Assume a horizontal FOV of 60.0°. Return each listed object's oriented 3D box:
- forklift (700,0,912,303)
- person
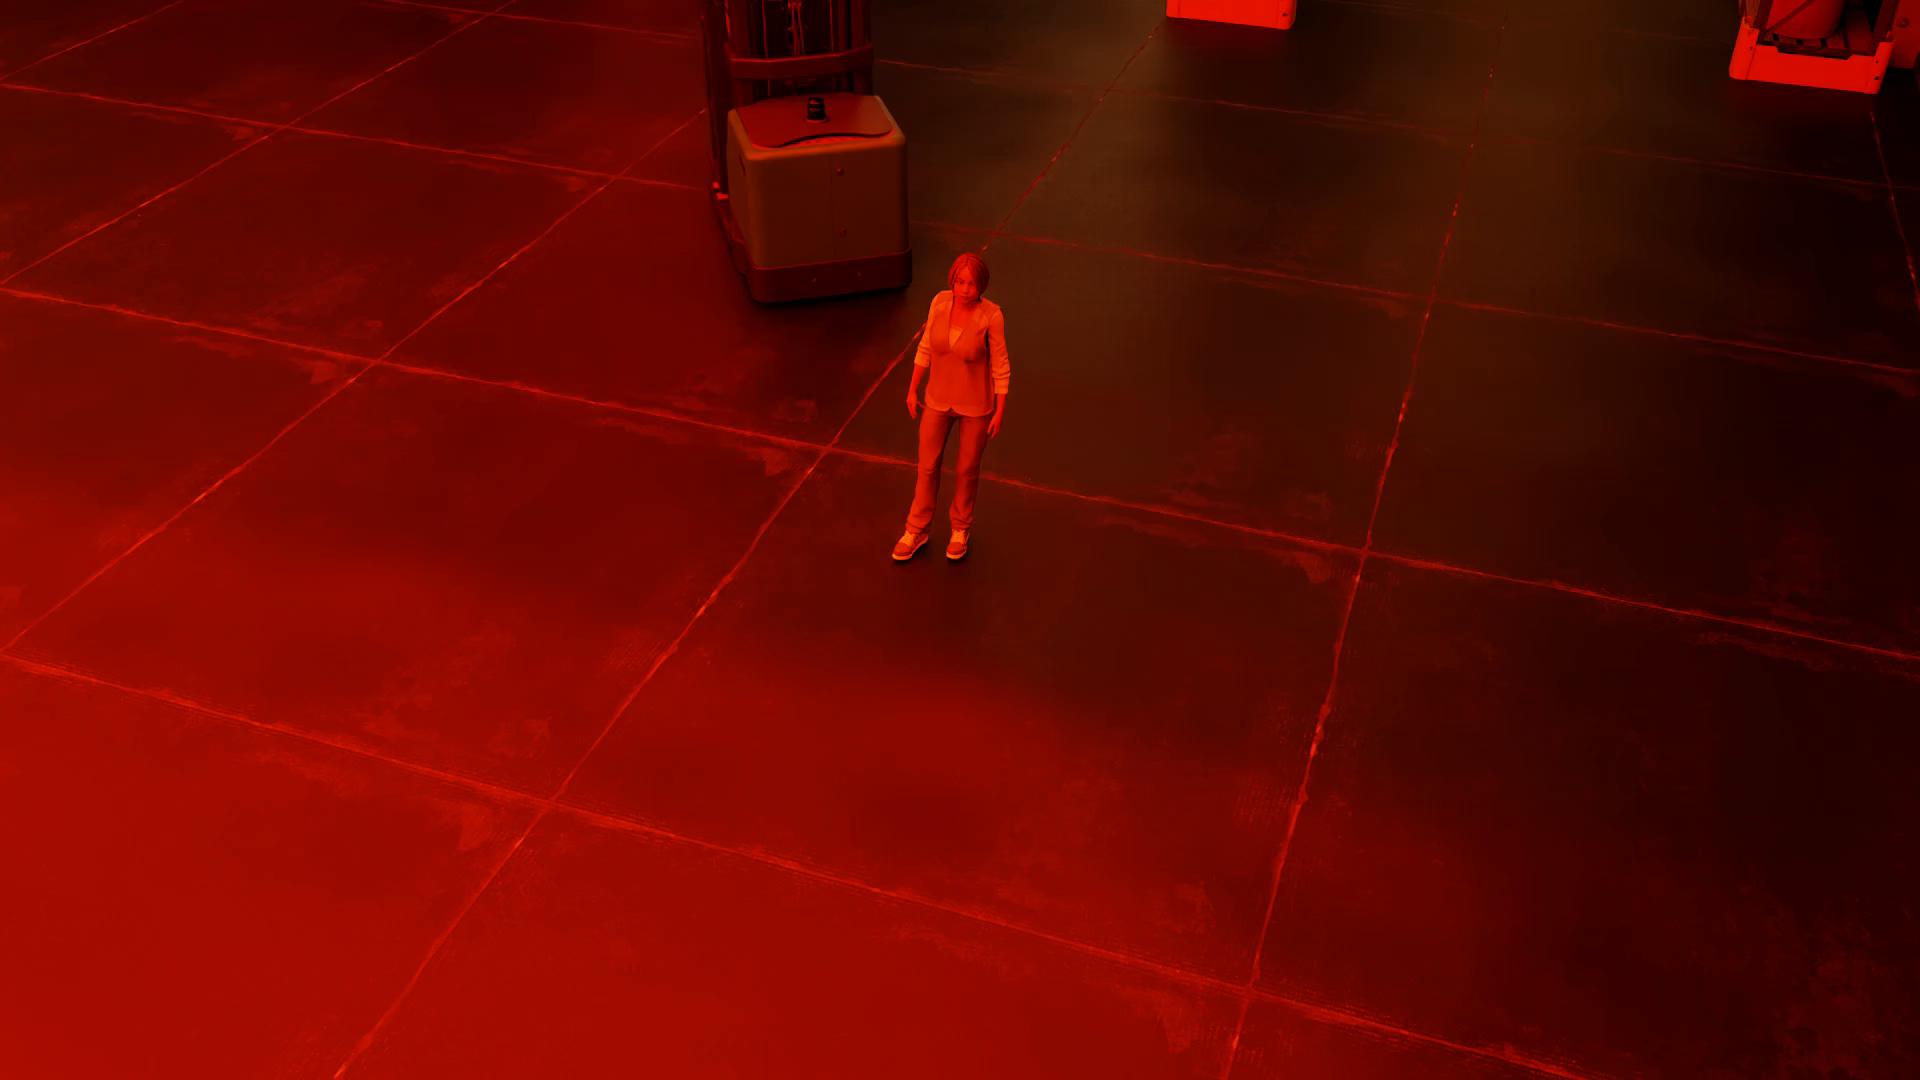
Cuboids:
[{"bbox_3d":[-1.197,-3.567,11.142,1.130,2.935,3.031,-9,36,-12],"label":"forklift"},{"bbox_3d":[-0.038,-0.620,8.125,0.520,1.599,0.473,12,37,16],"label":"person"}]
